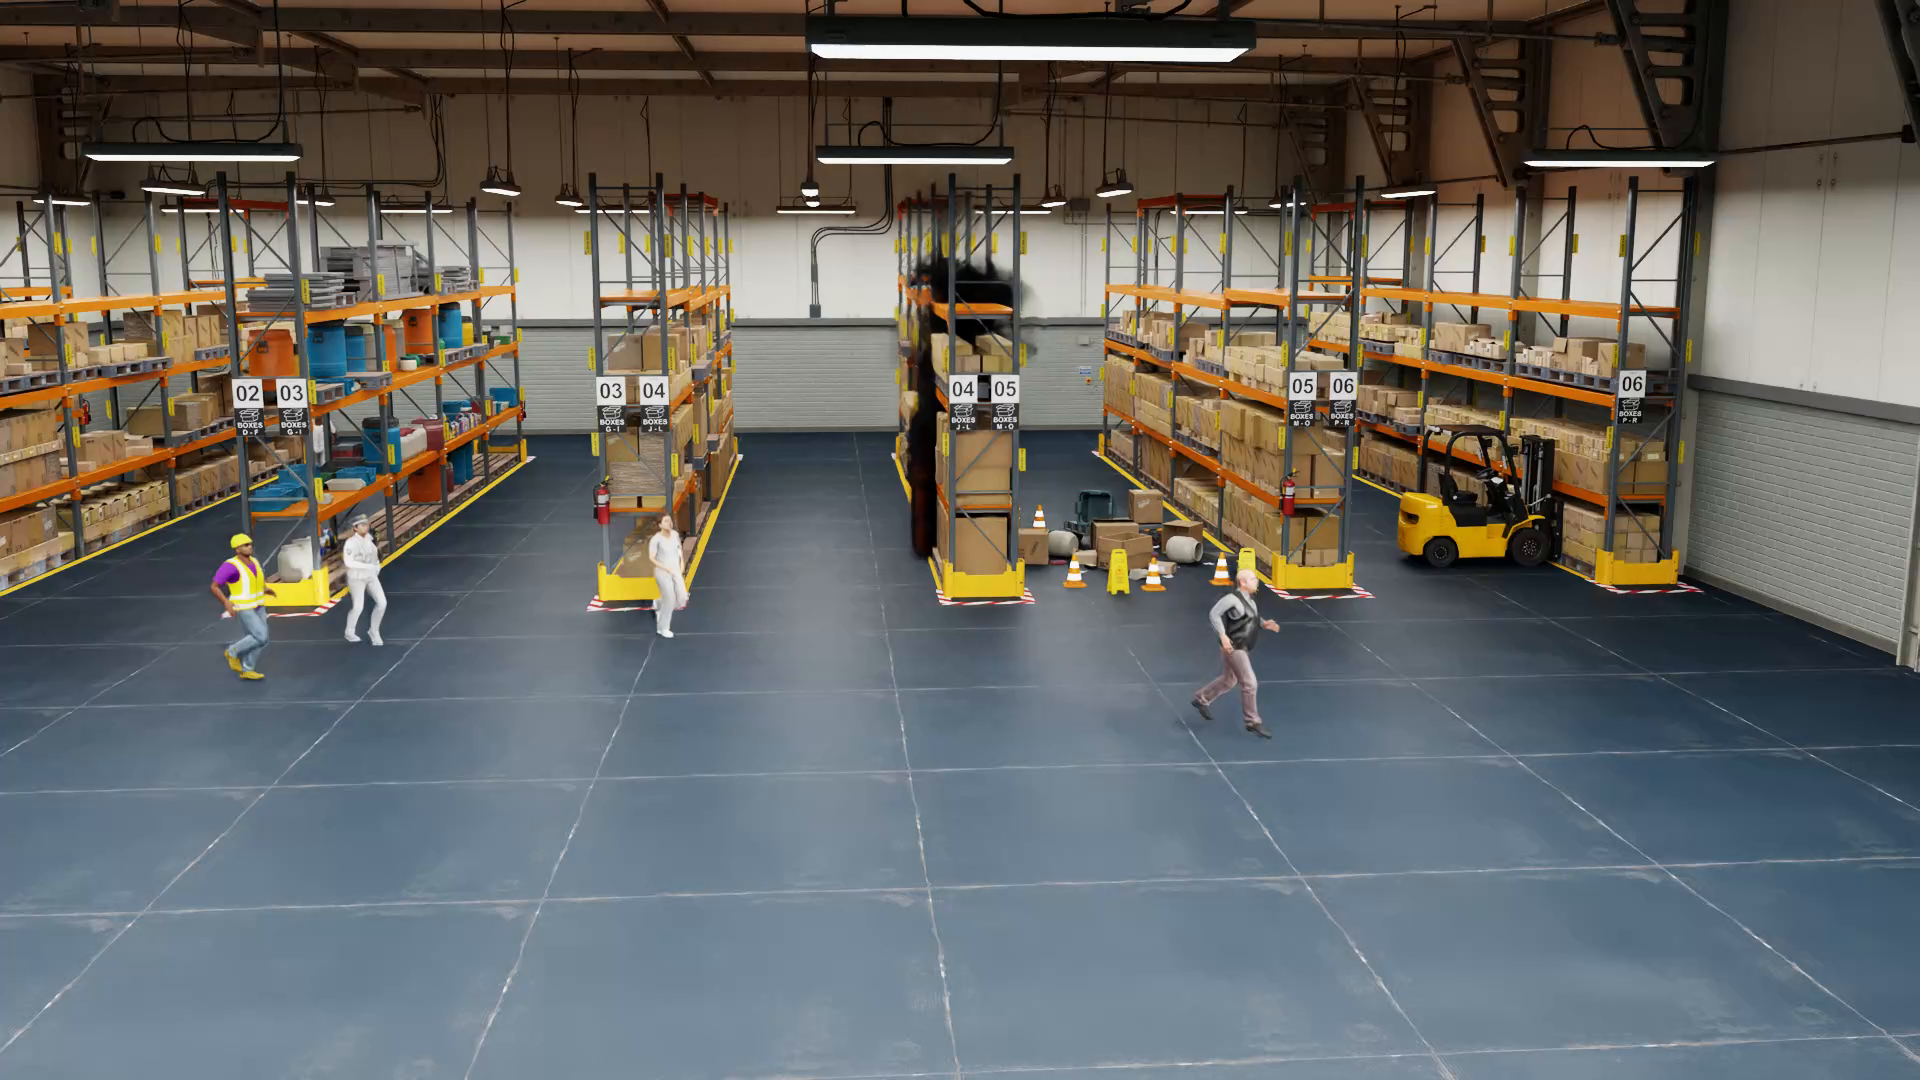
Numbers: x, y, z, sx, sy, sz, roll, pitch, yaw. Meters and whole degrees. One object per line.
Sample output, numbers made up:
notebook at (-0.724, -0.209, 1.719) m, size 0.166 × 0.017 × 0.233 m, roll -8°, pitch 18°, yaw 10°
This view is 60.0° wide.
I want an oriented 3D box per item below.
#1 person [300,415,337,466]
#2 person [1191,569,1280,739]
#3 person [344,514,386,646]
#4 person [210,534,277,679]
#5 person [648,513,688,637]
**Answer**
person at (-13.059, -1.808, 33.885) m, size 0.700 × 1.771 × 0.878 m, roll -3°, pitch 11°, yaw -18°
person at (2.848, 1.140, 17.295) m, size 0.953 × 1.731 × 0.617 m, roll 5°, pitch 11°, yaw 28°
person at (-7.516, 0.519, 21.013) m, size 0.705 × 1.746 × 0.628 m, roll 6°, pitch 11°, yaw 29°
person at (-8.255, 0.780, 19.327) m, size 0.576 × 1.720 × 0.698 m, roll 3°, pitch 10°, yaw 14°
person at (-3.797, 0.444, 21.569) m, size 0.633 × 1.635 × 0.586 m, roll 9°, pitch 14°, yaw 42°
